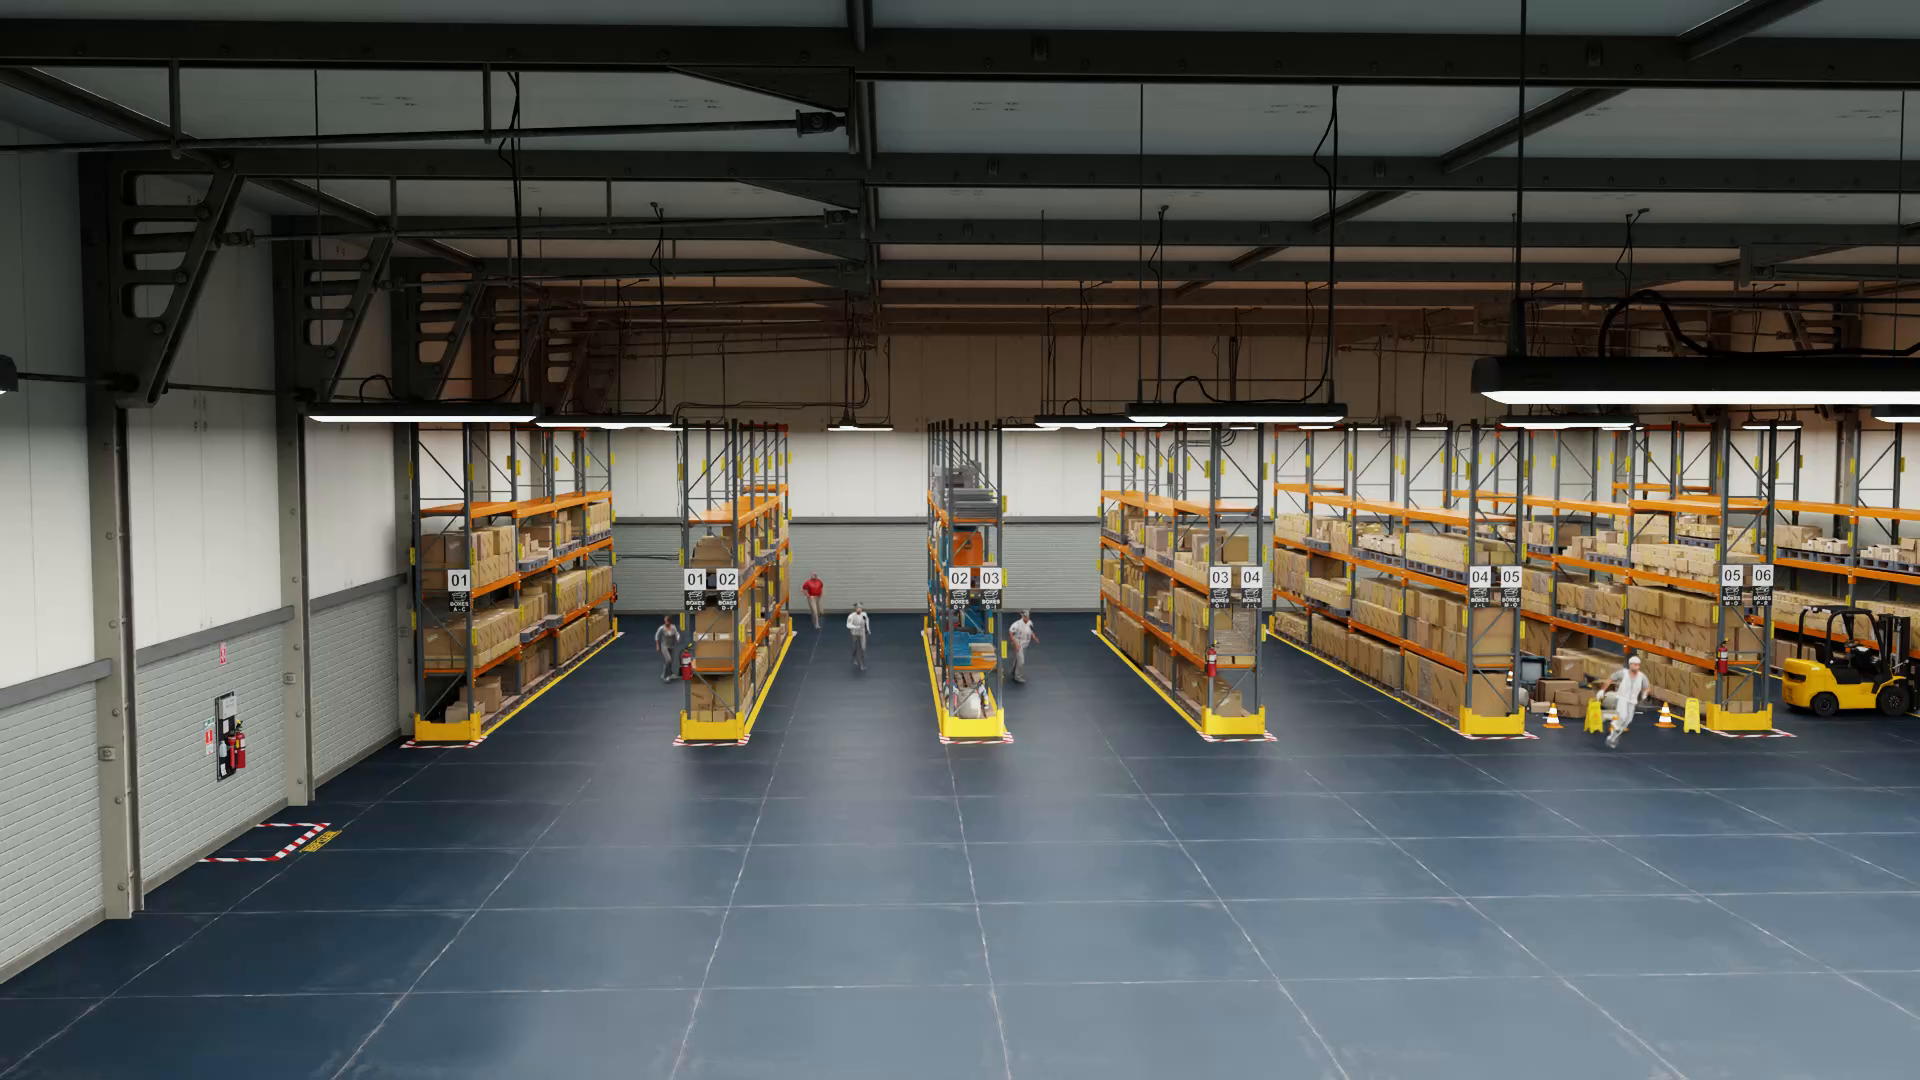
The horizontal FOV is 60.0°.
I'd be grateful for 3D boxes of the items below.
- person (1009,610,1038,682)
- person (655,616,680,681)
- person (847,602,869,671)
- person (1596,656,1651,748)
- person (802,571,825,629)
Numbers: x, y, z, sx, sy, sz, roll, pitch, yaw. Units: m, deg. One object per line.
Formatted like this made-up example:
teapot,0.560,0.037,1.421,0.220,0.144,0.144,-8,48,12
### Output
person,1.420,2.428,38.513,0.908,1.690,0.729,3,5,43
person,-6.723,2.519,38.549,0.552,1.551,0.737,-3,5,-42
person,-2.493,2.310,40.429,0.575,1.663,0.864,-1,4,-11
person,12.124,2.953,30.222,0.843,1.691,0.719,0,4,-7
person,-4.302,1.758,48.891,0.684,1.685,0.572,-2,4,-32
